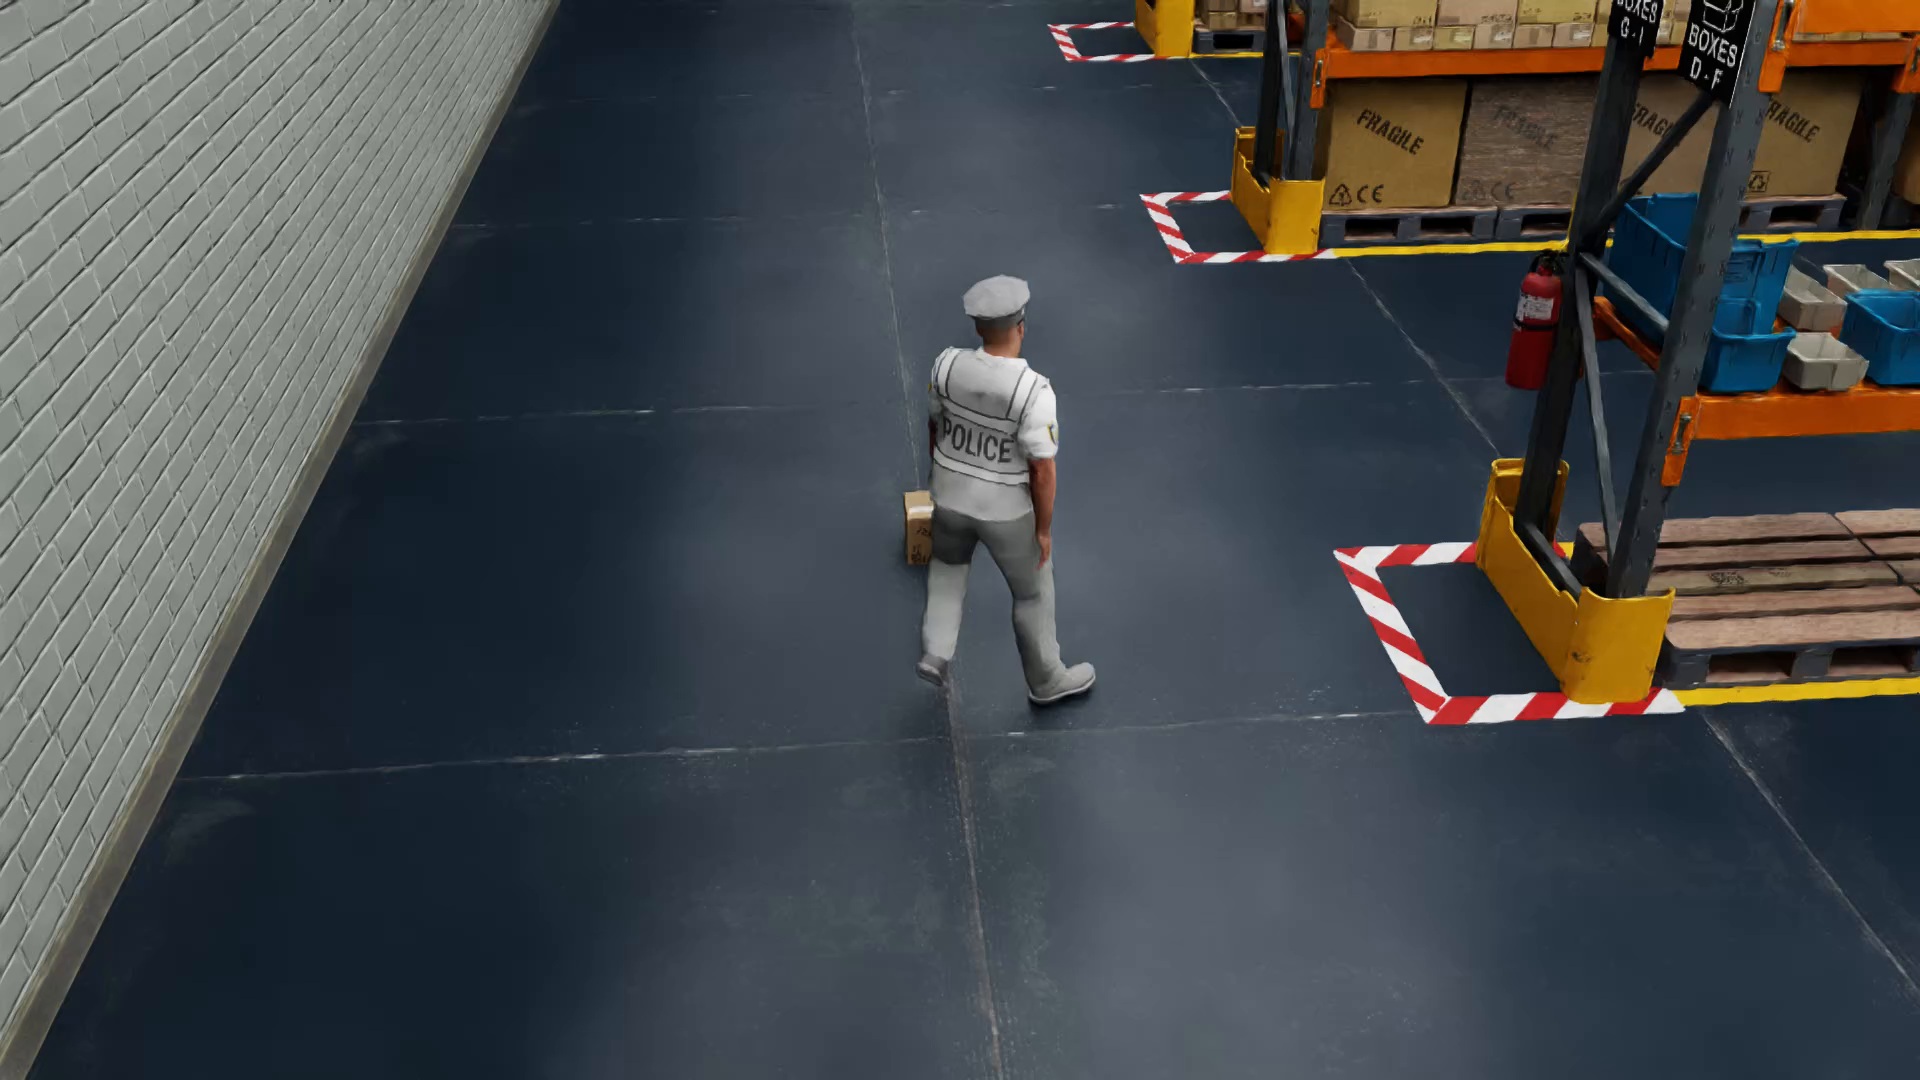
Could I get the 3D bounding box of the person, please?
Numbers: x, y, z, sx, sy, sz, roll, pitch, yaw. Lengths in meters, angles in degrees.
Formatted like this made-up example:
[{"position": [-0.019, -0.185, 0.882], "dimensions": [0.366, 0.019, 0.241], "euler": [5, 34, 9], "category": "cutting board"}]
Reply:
[{"position": [0.148, -0.123, 6.295], "dimensions": [0.658, 1.752, 0.621], "euler": [14, 34, 22], "category": "person"}]
